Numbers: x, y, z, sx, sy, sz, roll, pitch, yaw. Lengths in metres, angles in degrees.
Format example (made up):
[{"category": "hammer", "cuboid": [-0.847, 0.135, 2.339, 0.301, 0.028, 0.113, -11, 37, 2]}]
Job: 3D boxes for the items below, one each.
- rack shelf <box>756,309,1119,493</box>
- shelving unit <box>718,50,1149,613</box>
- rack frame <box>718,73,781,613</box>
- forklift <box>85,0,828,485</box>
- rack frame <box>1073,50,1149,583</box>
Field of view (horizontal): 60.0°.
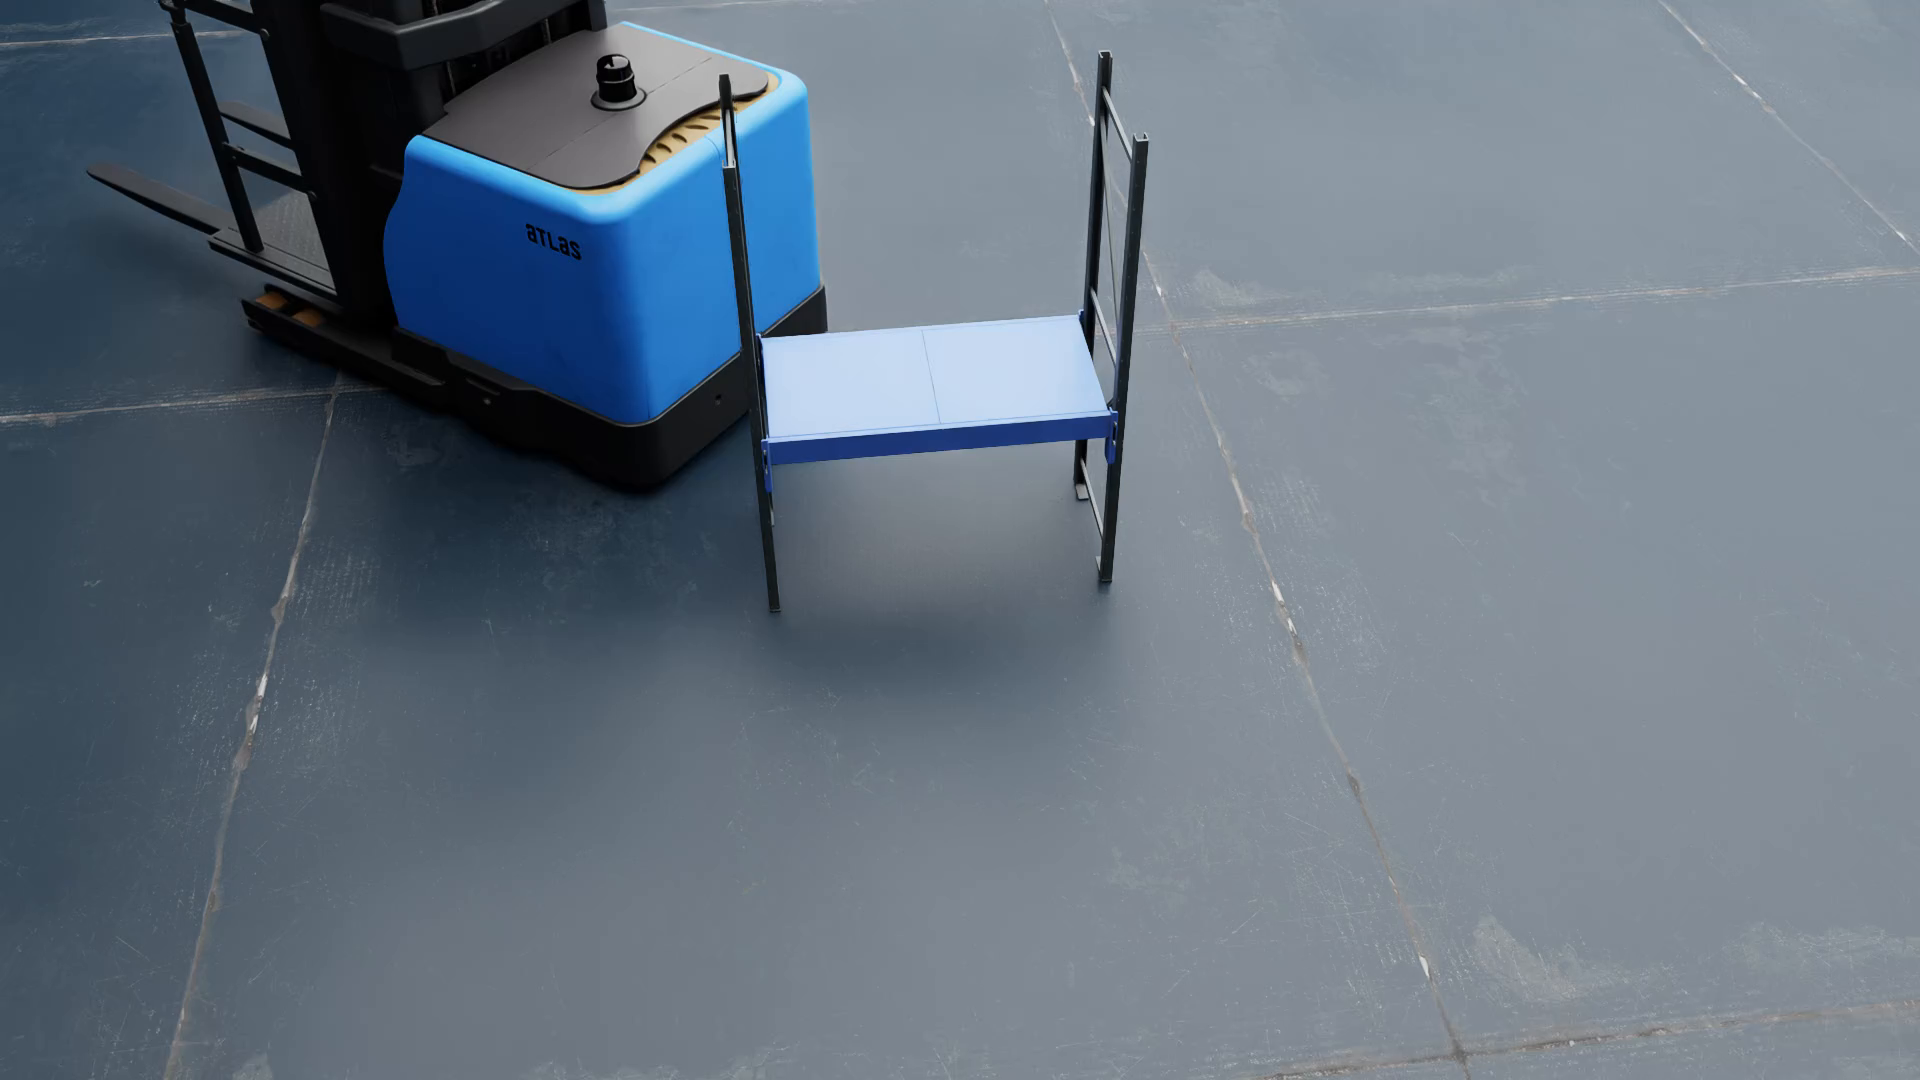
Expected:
[{"category": "rack shelf", "cuboid": [-0.085, -0.416, 4.860, 1.000, 0.185, 0.538, -5, 42, -6]}, {"category": "shelving unit", "cuboid": [-0.085, -0.550, 4.739, 1.048, 1.500, 0.538, -5, 42, -6]}, {"category": "rack frame", "cuboid": [-0.589, -0.505, 4.691, 0.032, 1.500, 0.500, -5, 42, -6]}, {"category": "forklift", "cuboid": [-1.988, -2.026, 5.308, 3.031, 2.935, 1.130, 23, 47, 24]}, {"category": "rack frame", "cuboid": [0.419, -0.594, 4.788, 0.032, 1.500, 0.500, -5, 42, -6]}]
